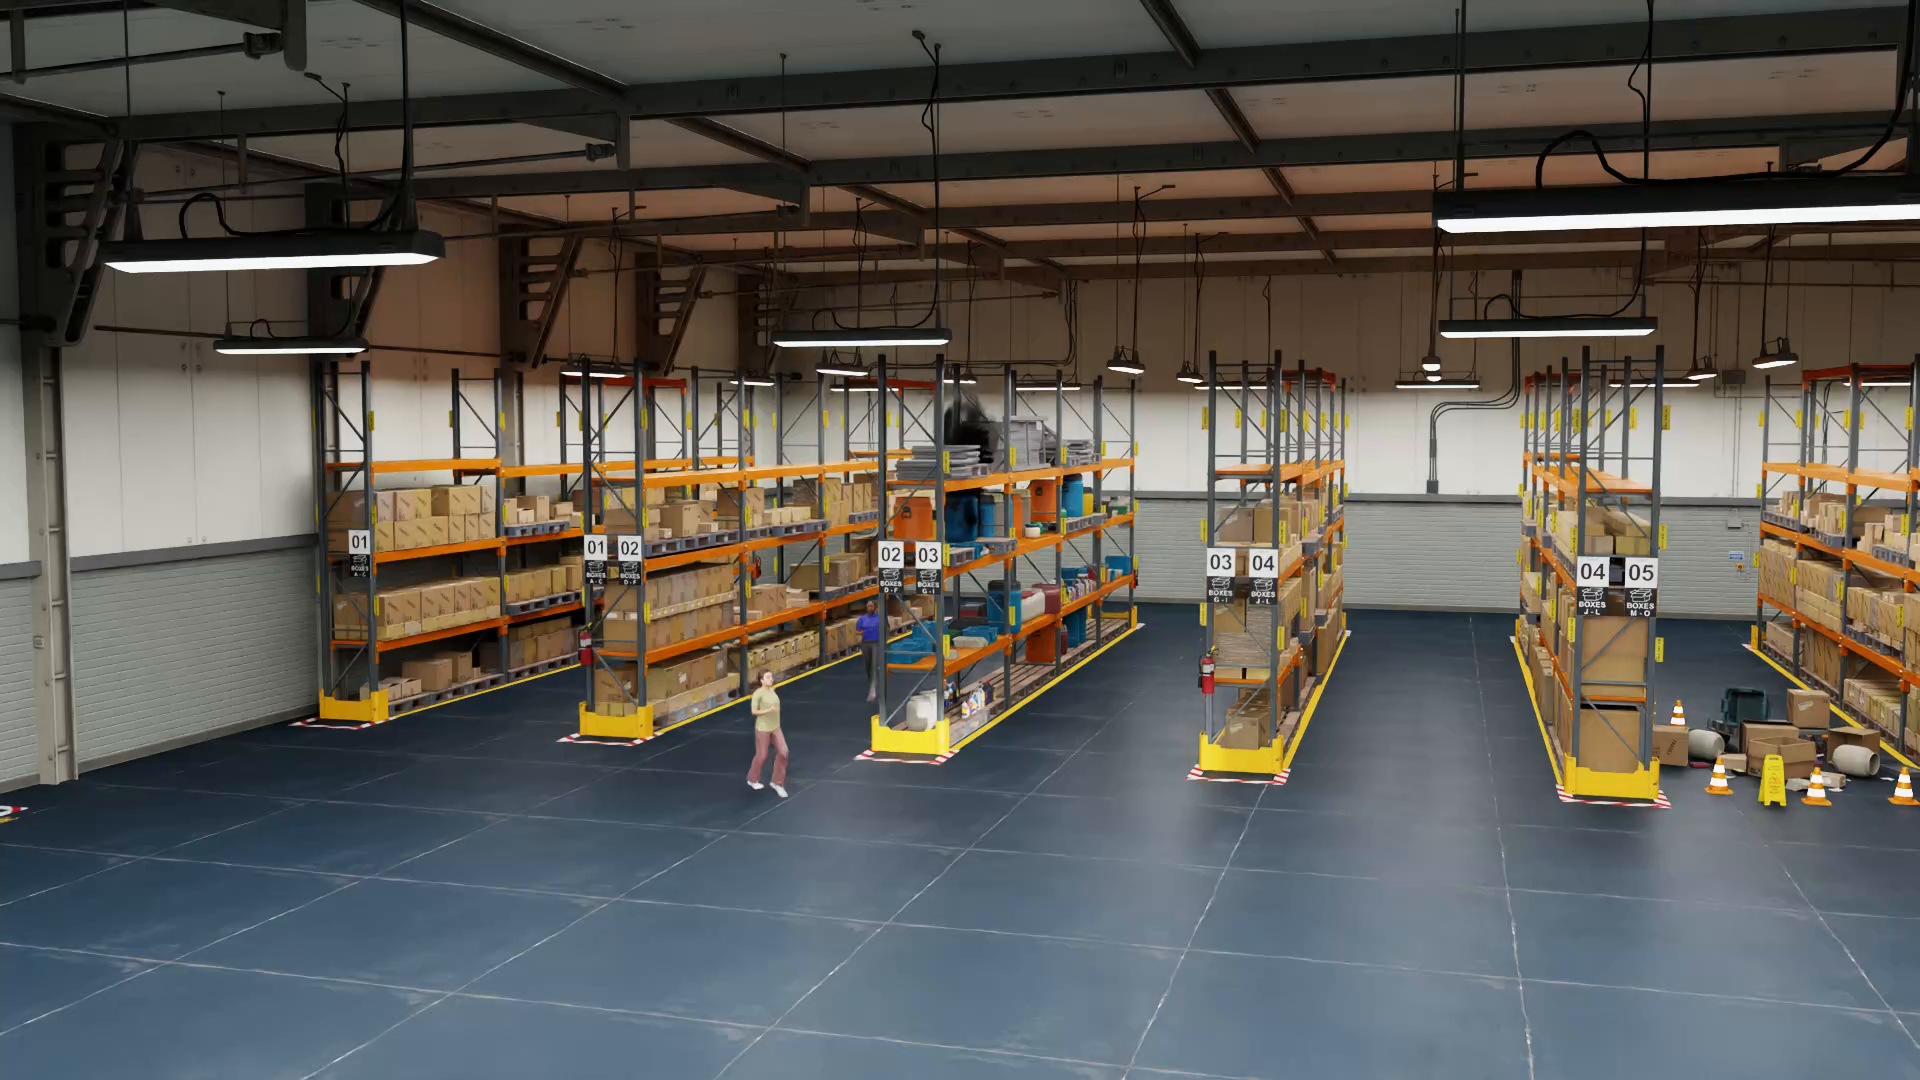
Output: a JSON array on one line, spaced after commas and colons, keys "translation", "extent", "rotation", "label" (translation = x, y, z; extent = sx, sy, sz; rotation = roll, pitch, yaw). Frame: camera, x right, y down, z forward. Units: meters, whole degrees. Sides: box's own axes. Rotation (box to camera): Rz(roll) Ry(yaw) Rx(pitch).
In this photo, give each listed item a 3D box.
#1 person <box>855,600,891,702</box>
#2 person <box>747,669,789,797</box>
[{"translation": [-1.500, 1.861, 28.077], "extent": [0.575, 1.708, 0.842], "rotation": [1, 4, 10], "label": "person"}, {"translation": [-2.596, 2.574, 22.277], "extent": [0.698, 1.716, 0.559], "rotation": [4, 6, 43], "label": "person"}]
